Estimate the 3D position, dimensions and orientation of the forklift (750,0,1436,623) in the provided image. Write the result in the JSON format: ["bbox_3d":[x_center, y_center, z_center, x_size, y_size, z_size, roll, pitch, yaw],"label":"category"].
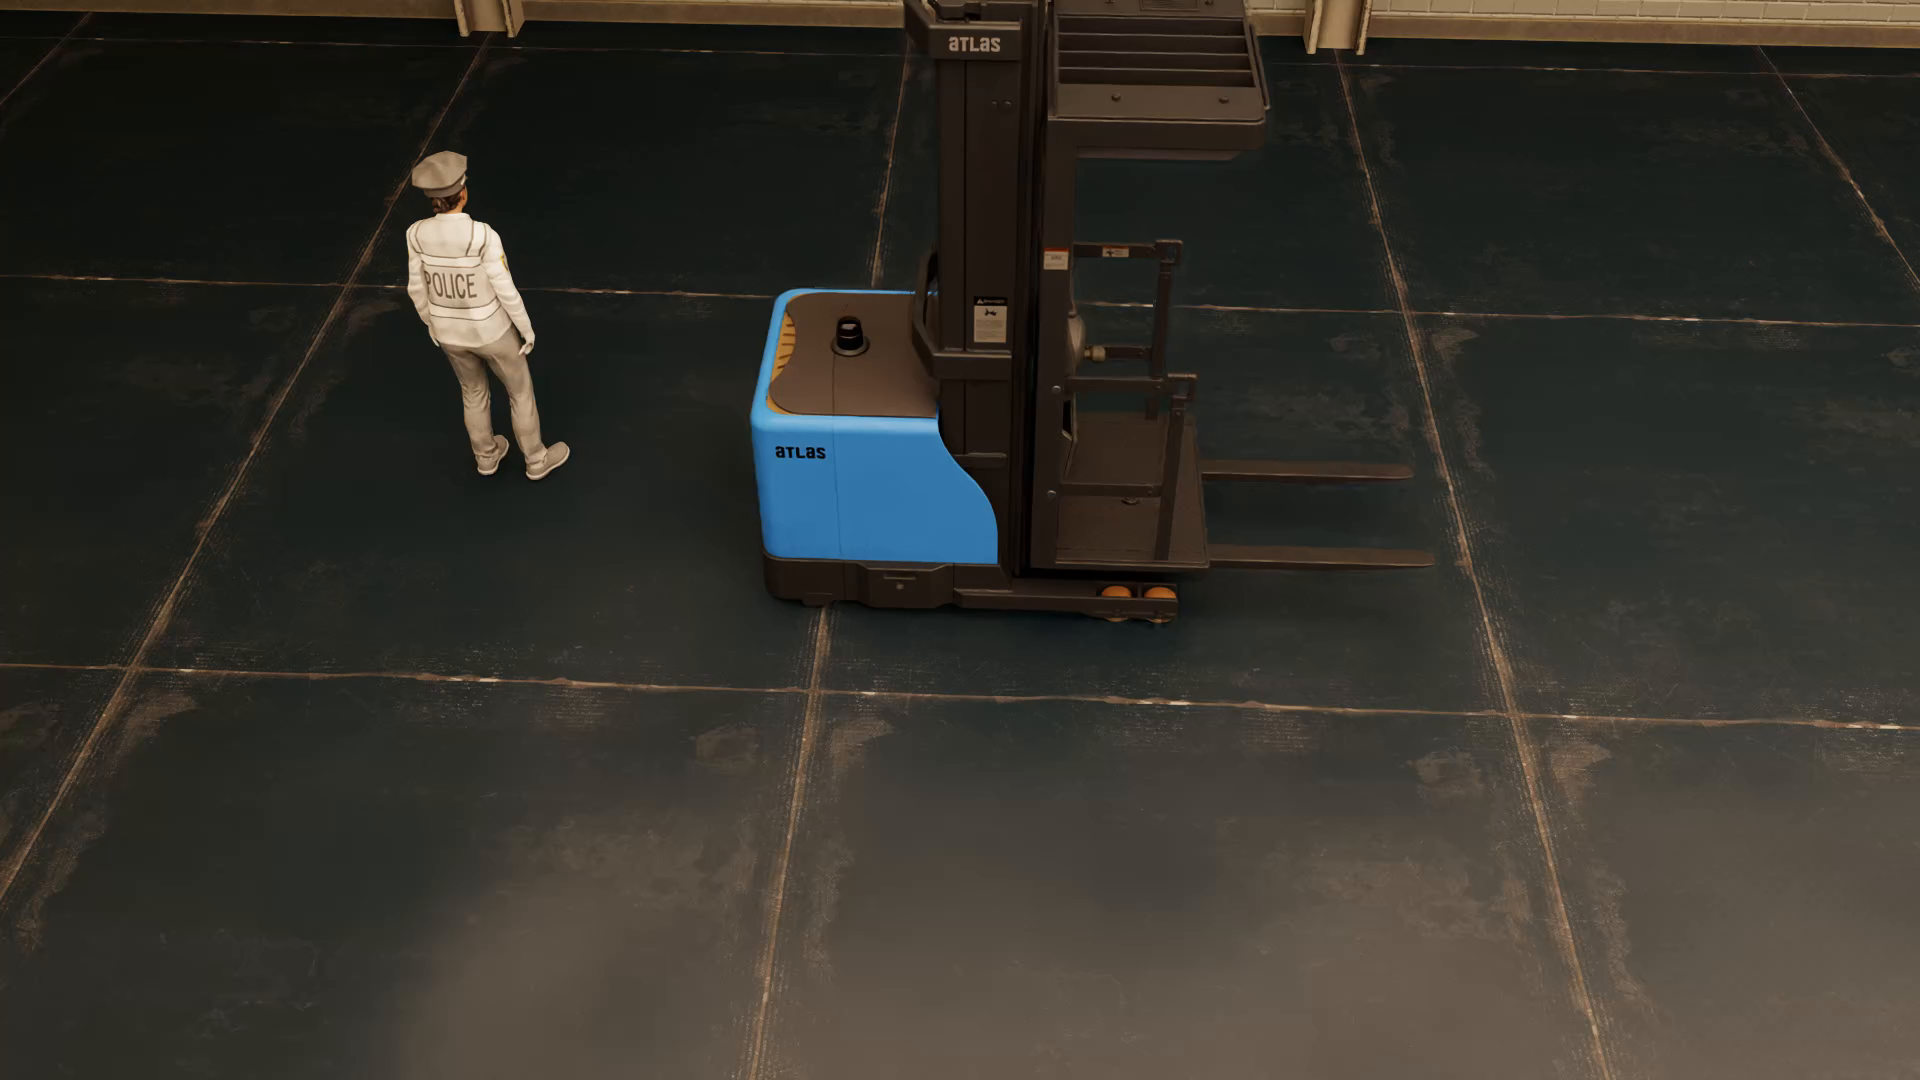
[{"bbox_3d":[0.639,-1.077,6.922,3.031,2.935,1.130,2,42,2],"label":"forklift"}]

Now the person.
[{"bbox_3d":[-2.252,-0.990,7.769,0.542,1.662,0.374,6,43,7],"label":"person"}]
